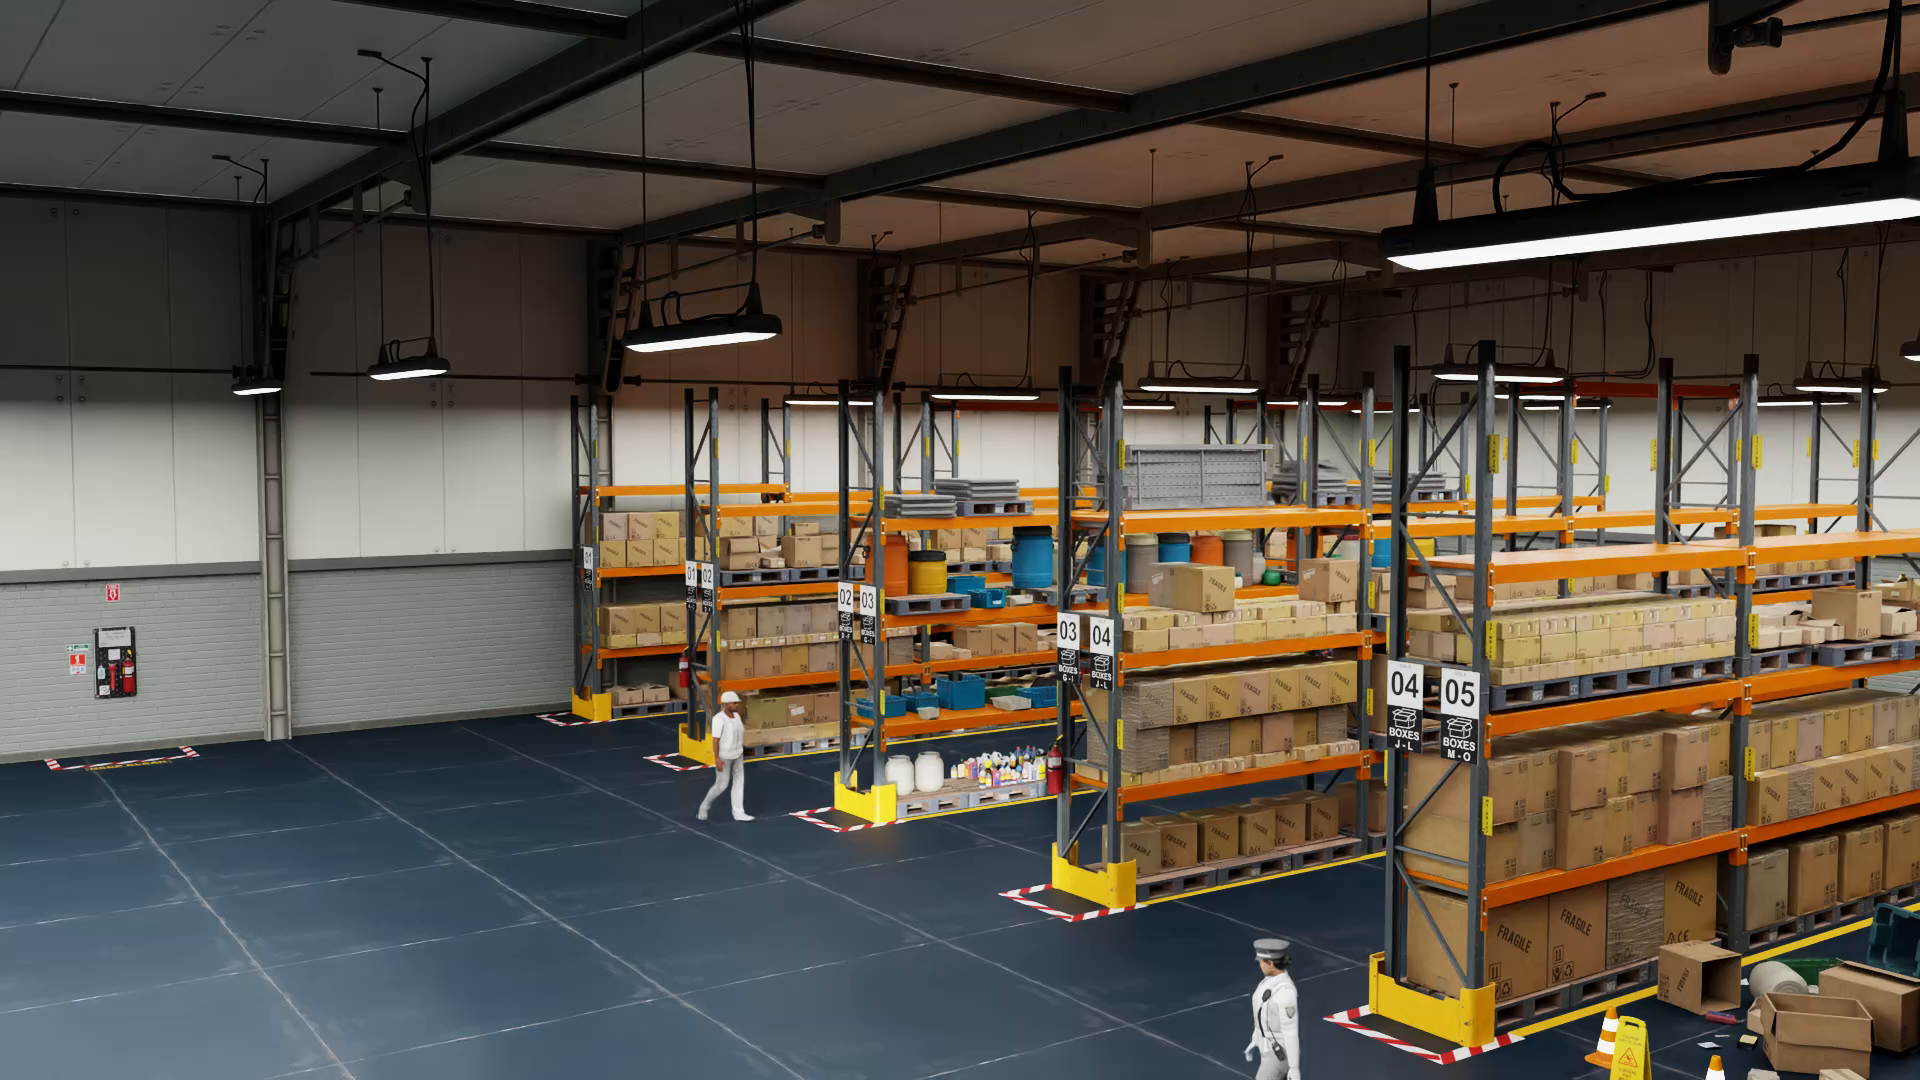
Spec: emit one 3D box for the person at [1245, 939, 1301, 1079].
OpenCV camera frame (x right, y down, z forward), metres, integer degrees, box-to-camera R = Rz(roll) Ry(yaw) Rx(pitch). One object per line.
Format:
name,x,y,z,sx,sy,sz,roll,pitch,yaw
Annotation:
person,2.190,3.638,11.785,0.870,1.627,0.537,0,3,-2

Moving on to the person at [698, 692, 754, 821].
person,-3.168,2.932,22.550,0.735,1.762,0.603,2,4,29

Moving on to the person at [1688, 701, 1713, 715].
person,10.068,2.923,22.511,0.527,1.788,0.574,-2,4,-25
